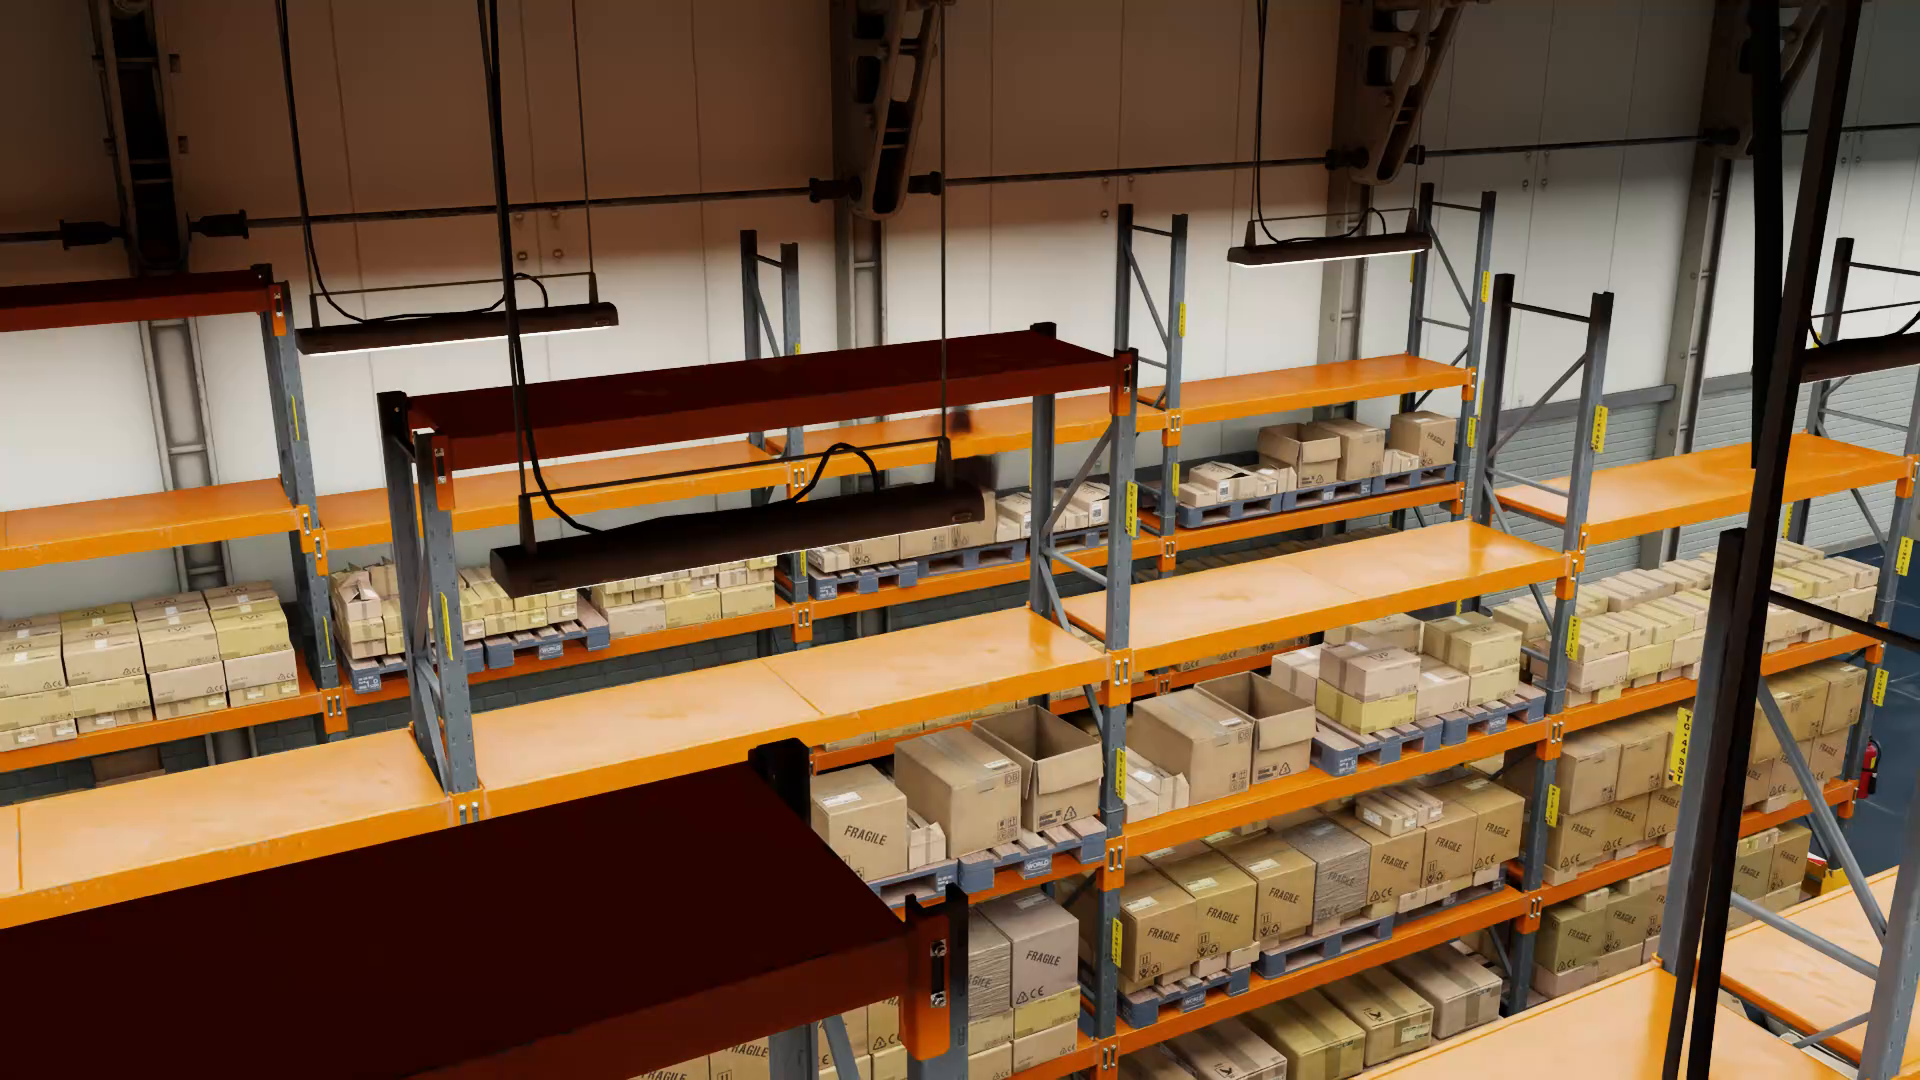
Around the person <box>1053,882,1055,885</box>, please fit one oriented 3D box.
[{"bbox_3d":[1.023,3.004,13.843,0.574,1.572,0.782,17,25,42],"label":"person"}]
